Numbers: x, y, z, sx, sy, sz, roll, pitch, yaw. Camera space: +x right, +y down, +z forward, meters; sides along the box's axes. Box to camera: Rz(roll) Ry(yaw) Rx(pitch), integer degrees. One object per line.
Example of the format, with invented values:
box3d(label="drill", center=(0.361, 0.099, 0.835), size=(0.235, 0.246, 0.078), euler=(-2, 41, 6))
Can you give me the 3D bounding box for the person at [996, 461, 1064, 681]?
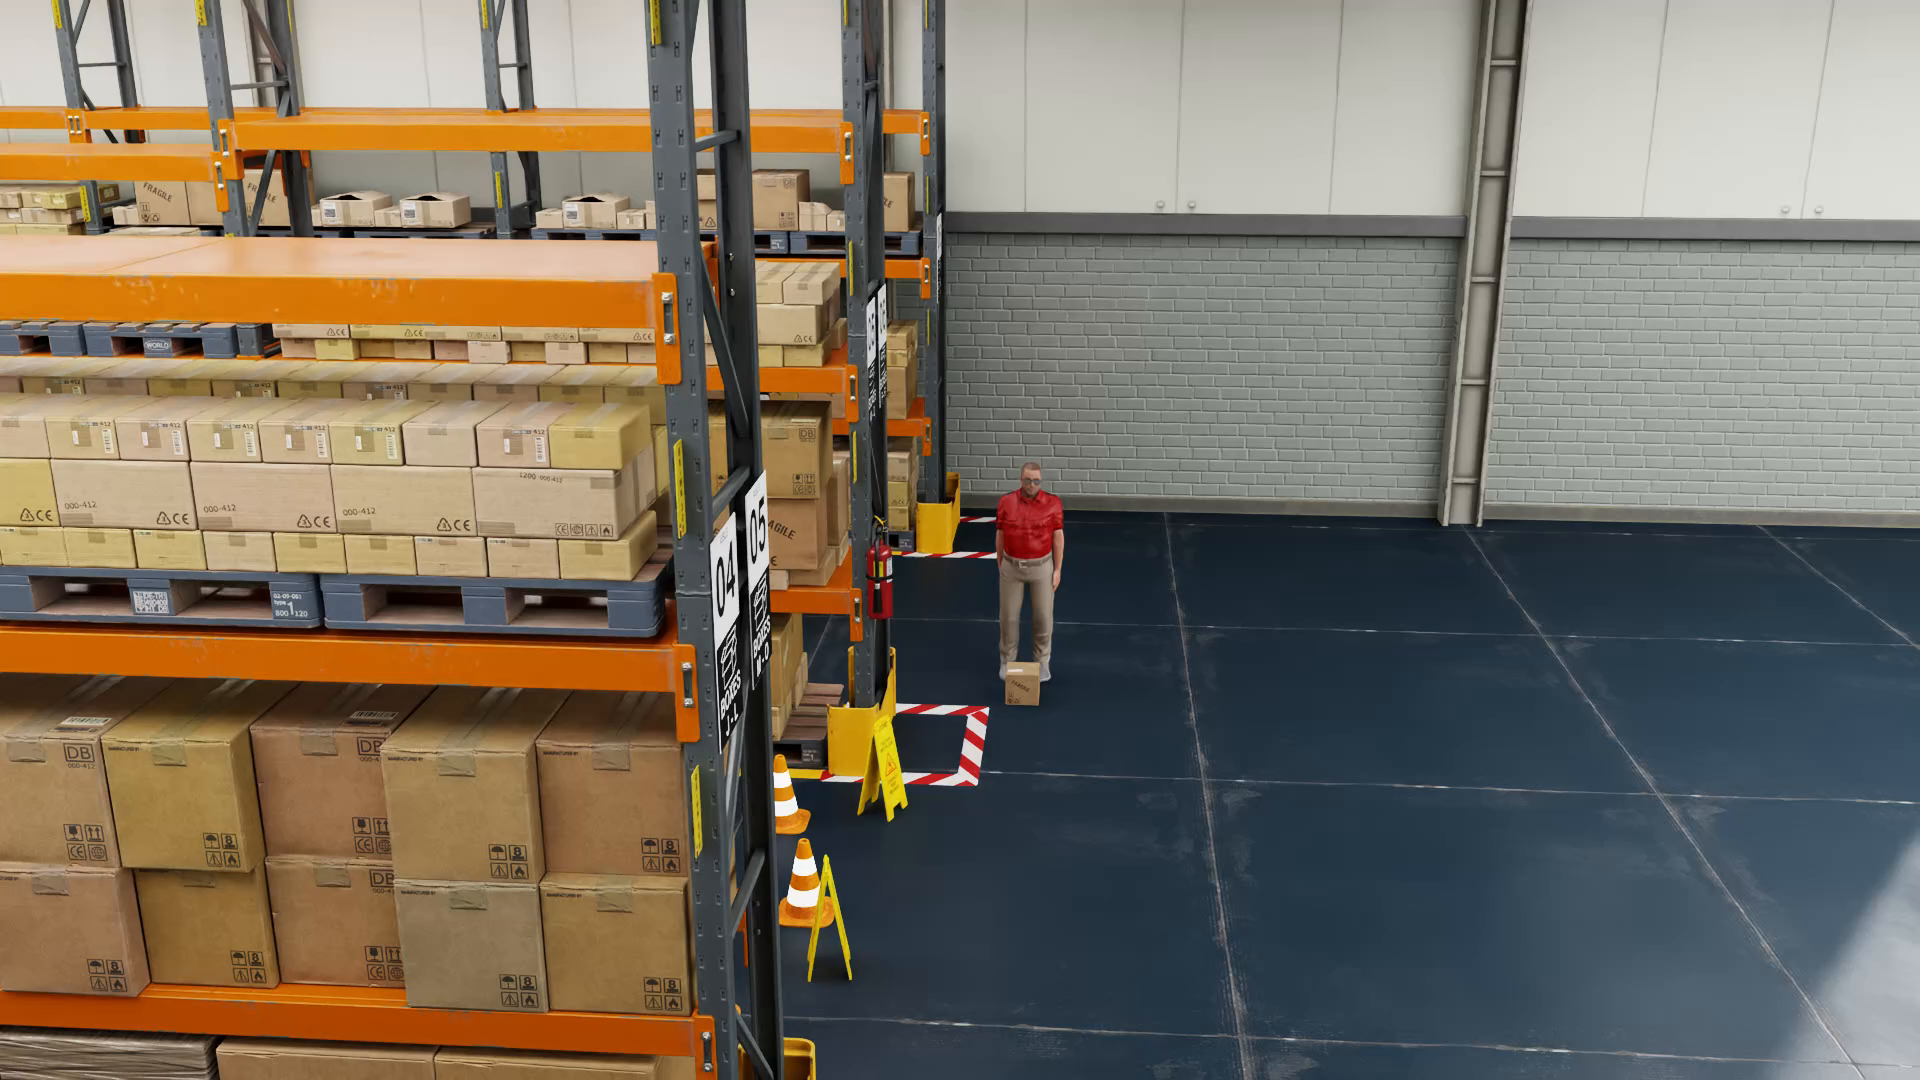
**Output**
box3d(label="person", center=(0.533, 0.250, 12.822), size=(0.528, 1.740, 0.360), euler=(2, 17, 5))
